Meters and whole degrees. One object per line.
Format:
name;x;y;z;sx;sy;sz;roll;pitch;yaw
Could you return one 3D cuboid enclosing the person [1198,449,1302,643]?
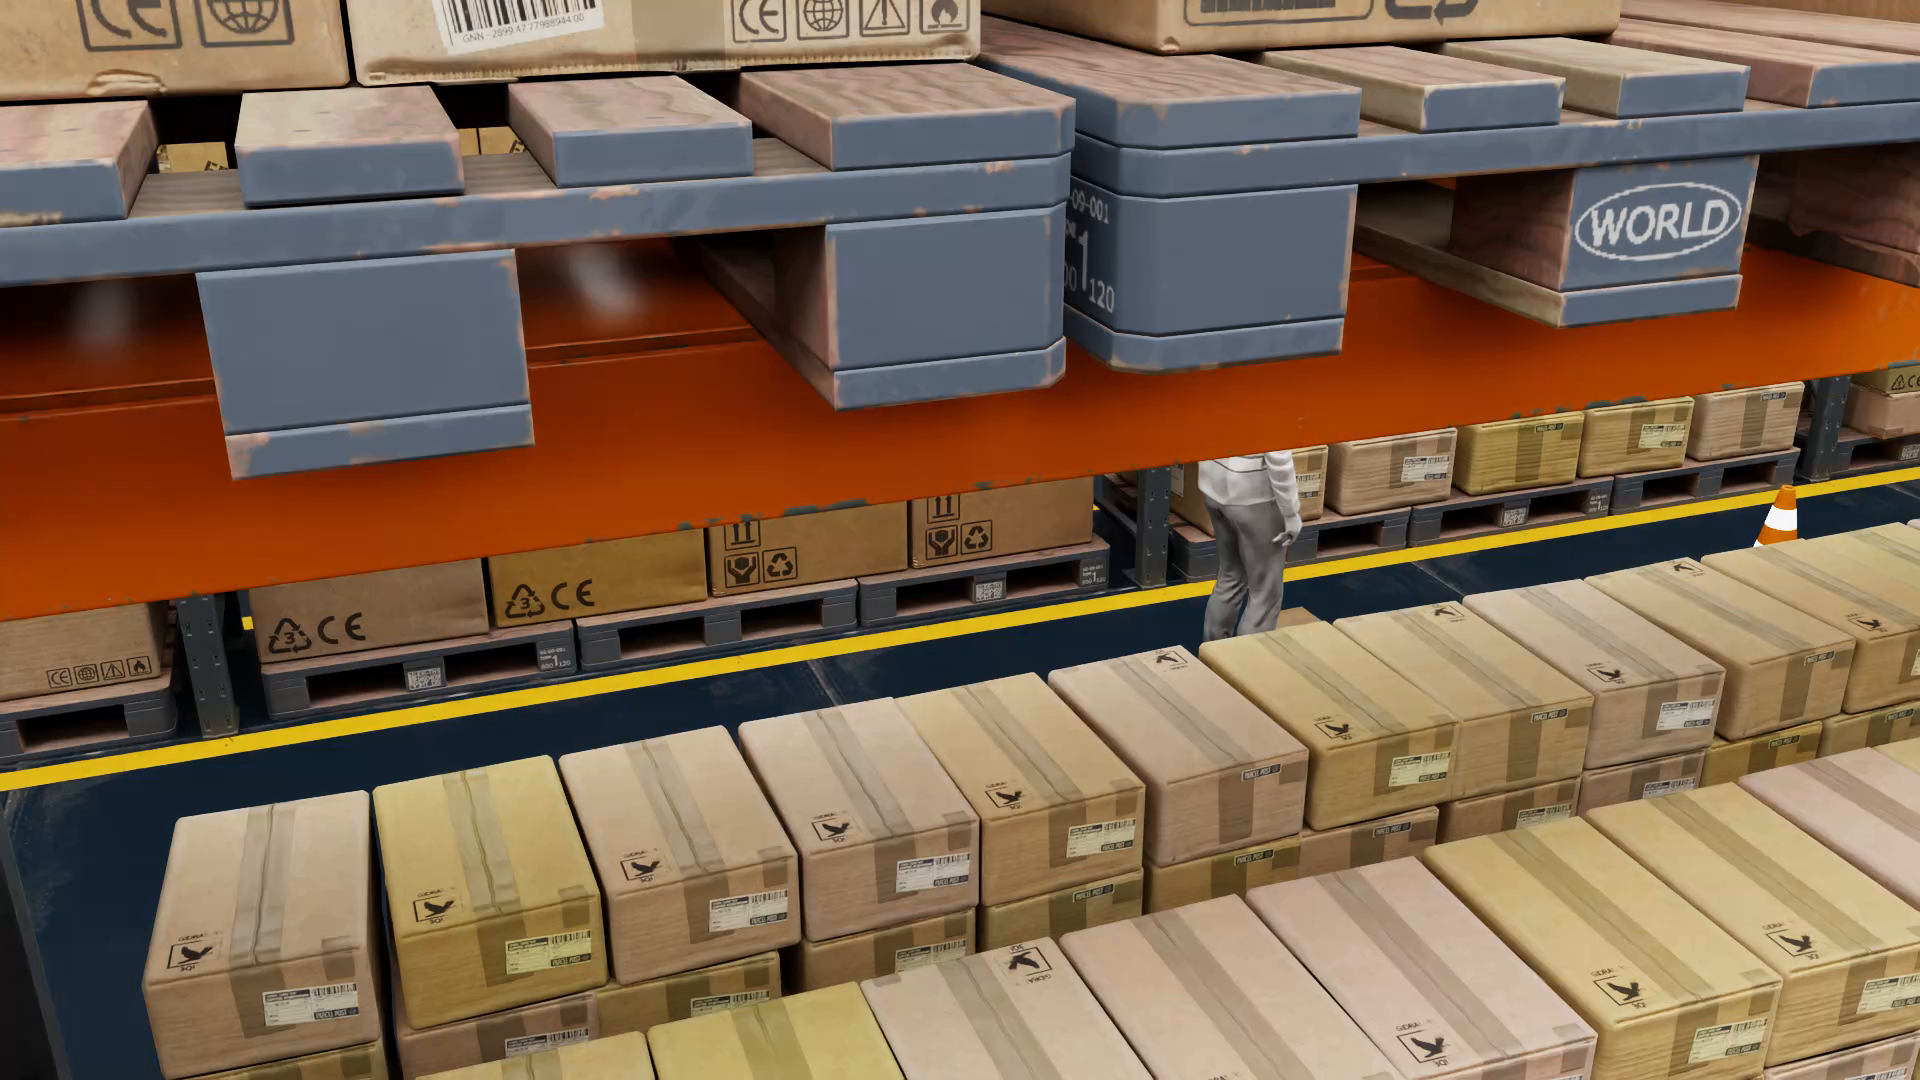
person;1.132;-0.167;6.483;0.369;1.667;0.547;-10;25;-22
